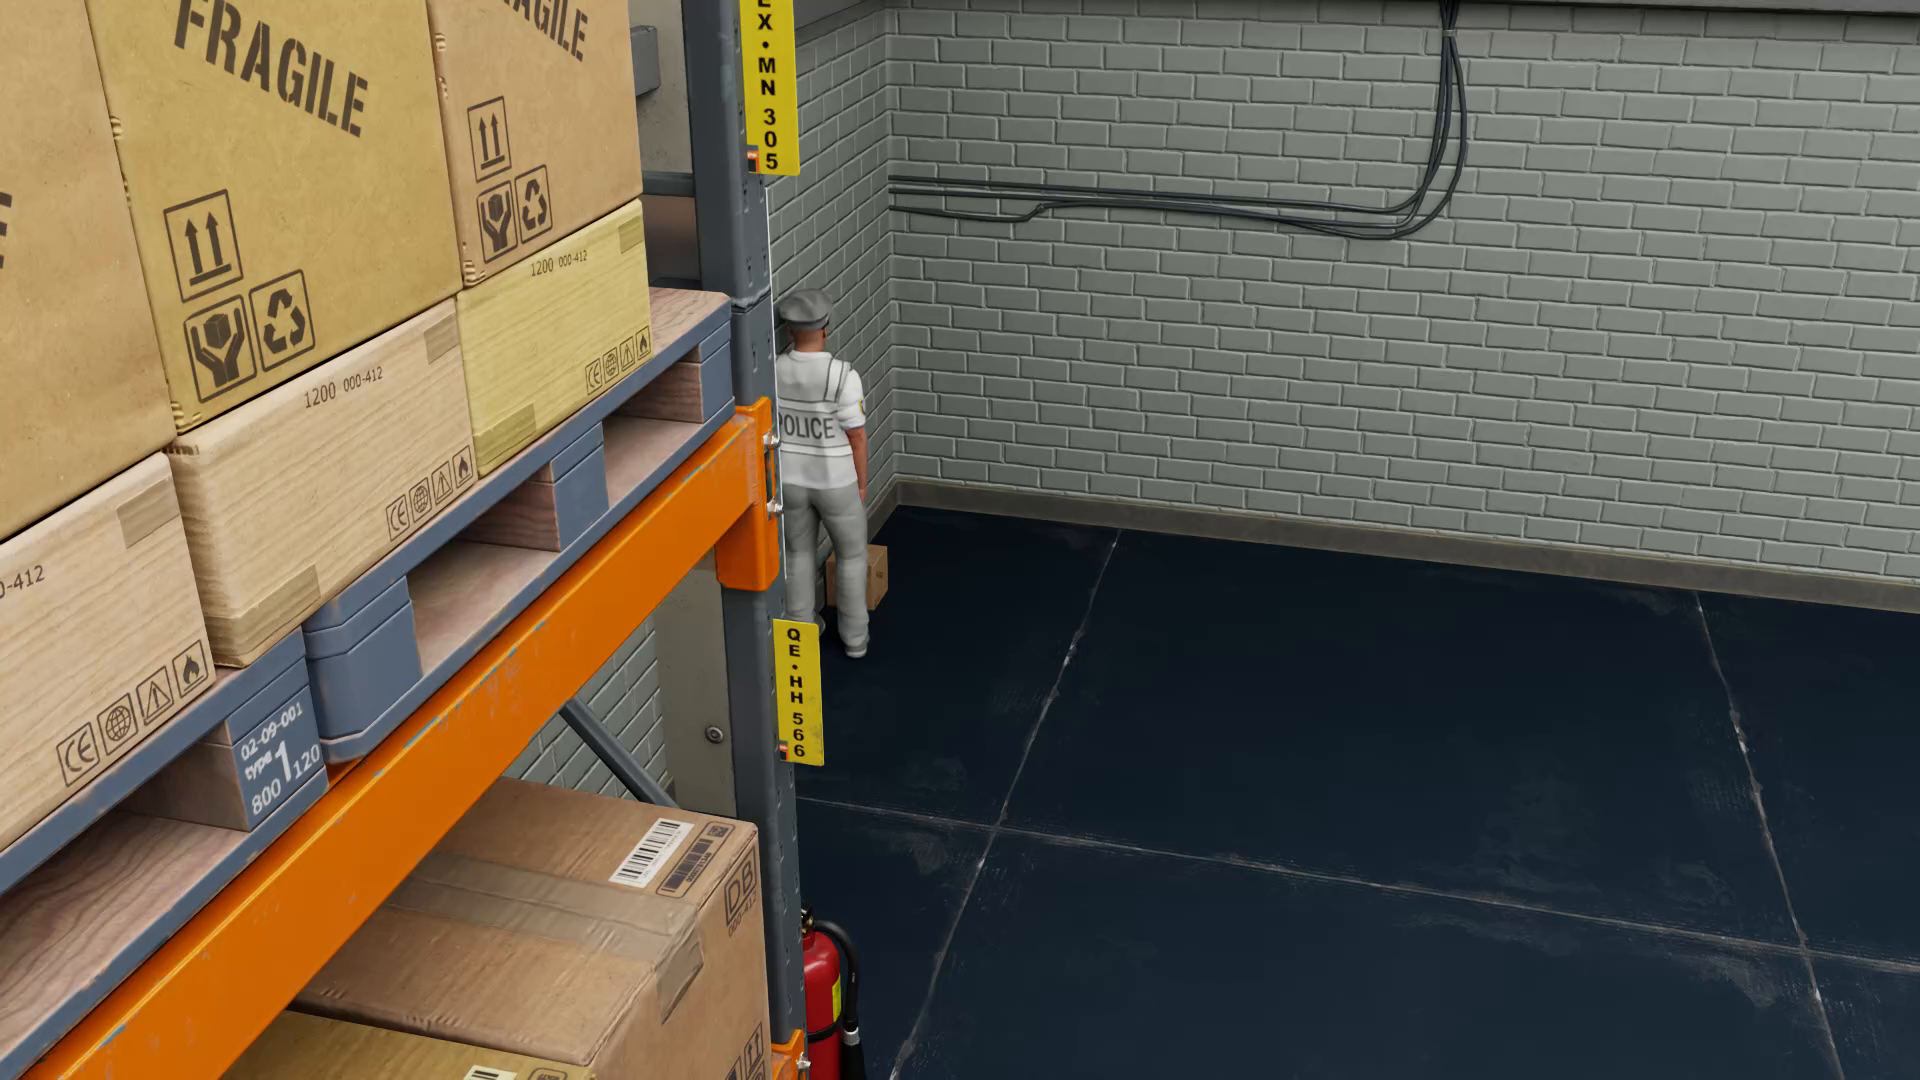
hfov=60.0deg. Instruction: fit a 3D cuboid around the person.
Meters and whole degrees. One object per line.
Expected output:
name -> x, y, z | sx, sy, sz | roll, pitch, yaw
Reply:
person -> -0.667, -0.295, 7.718 | 0.532, 1.768, 0.394 | 7, 26, 15
